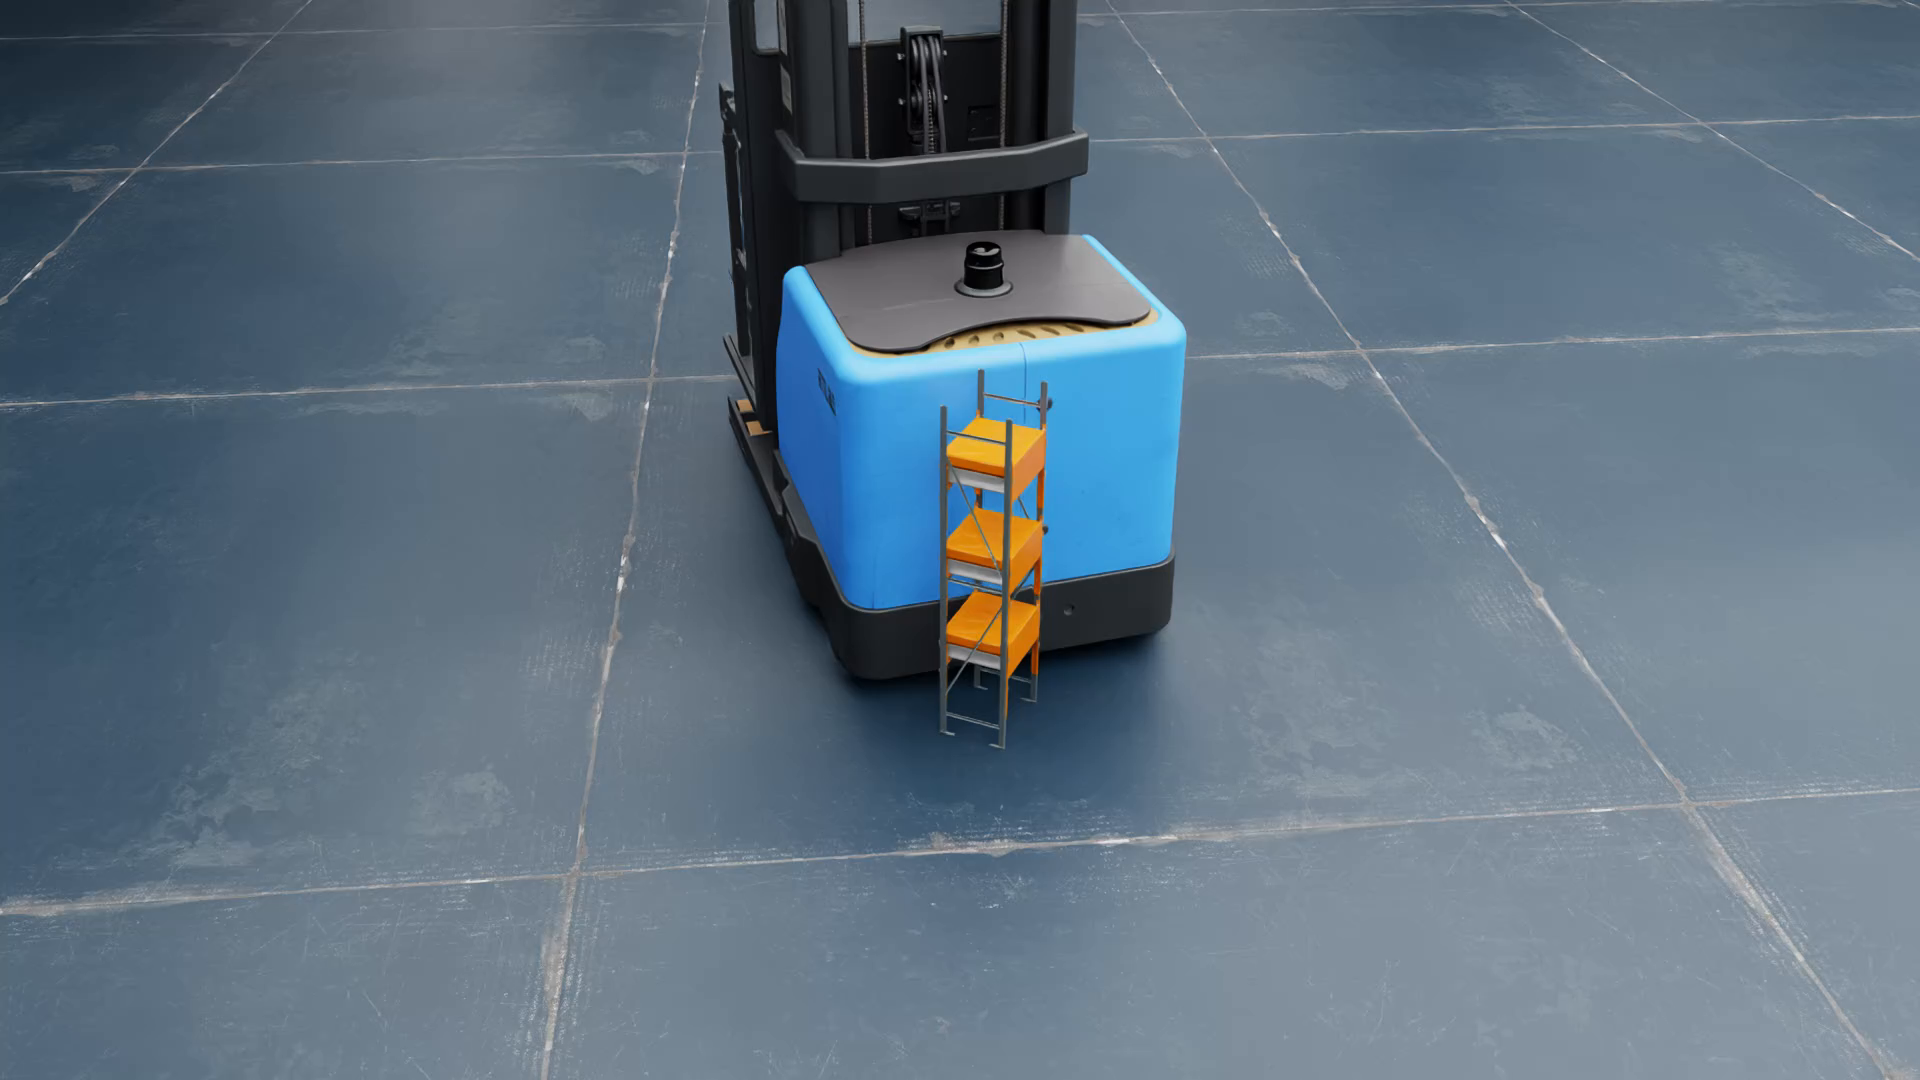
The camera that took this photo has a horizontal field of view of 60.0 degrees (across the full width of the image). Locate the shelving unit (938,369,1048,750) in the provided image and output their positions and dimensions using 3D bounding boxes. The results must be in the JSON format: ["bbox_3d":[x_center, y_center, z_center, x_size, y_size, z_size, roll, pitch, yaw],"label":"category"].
[{"bbox_3d":[0.088,0.069,4.608,0.215,1.050,0.252,13,33,20],"label":"shelving unit"}]

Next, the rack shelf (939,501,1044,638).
[{"bbox_3d":[0.088,0.078,4.614,0.215,0.259,0.240,13,33,20],"label":"rack shelf"}]

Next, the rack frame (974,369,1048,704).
[{"bbox_3d":[0.137,0.012,4.704,0.200,1.050,0.008,13,33,20],"label":"rack frame"}]

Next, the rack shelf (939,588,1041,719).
[{"bbox_3d":[0.086,0.317,4.756,0.215,0.259,0.240,13,33,20],"label":"rack shelf"}]

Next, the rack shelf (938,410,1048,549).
[{"bbox_3d":[0.090,-0.165,4.468,0.215,0.259,0.240,13,33,20],"label":"rack shelf"}]

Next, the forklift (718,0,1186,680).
[{"bbox_3d":[-0.255,-1.590,5.554,1.130,2.935,3.031,-9,32,-14],"label":"forklift"}]

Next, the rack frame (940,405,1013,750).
[{"bbox_3d":[0.038,0.126,4.512,0.200,1.050,0.008,13,33,20],"label":"rack frame"}]
